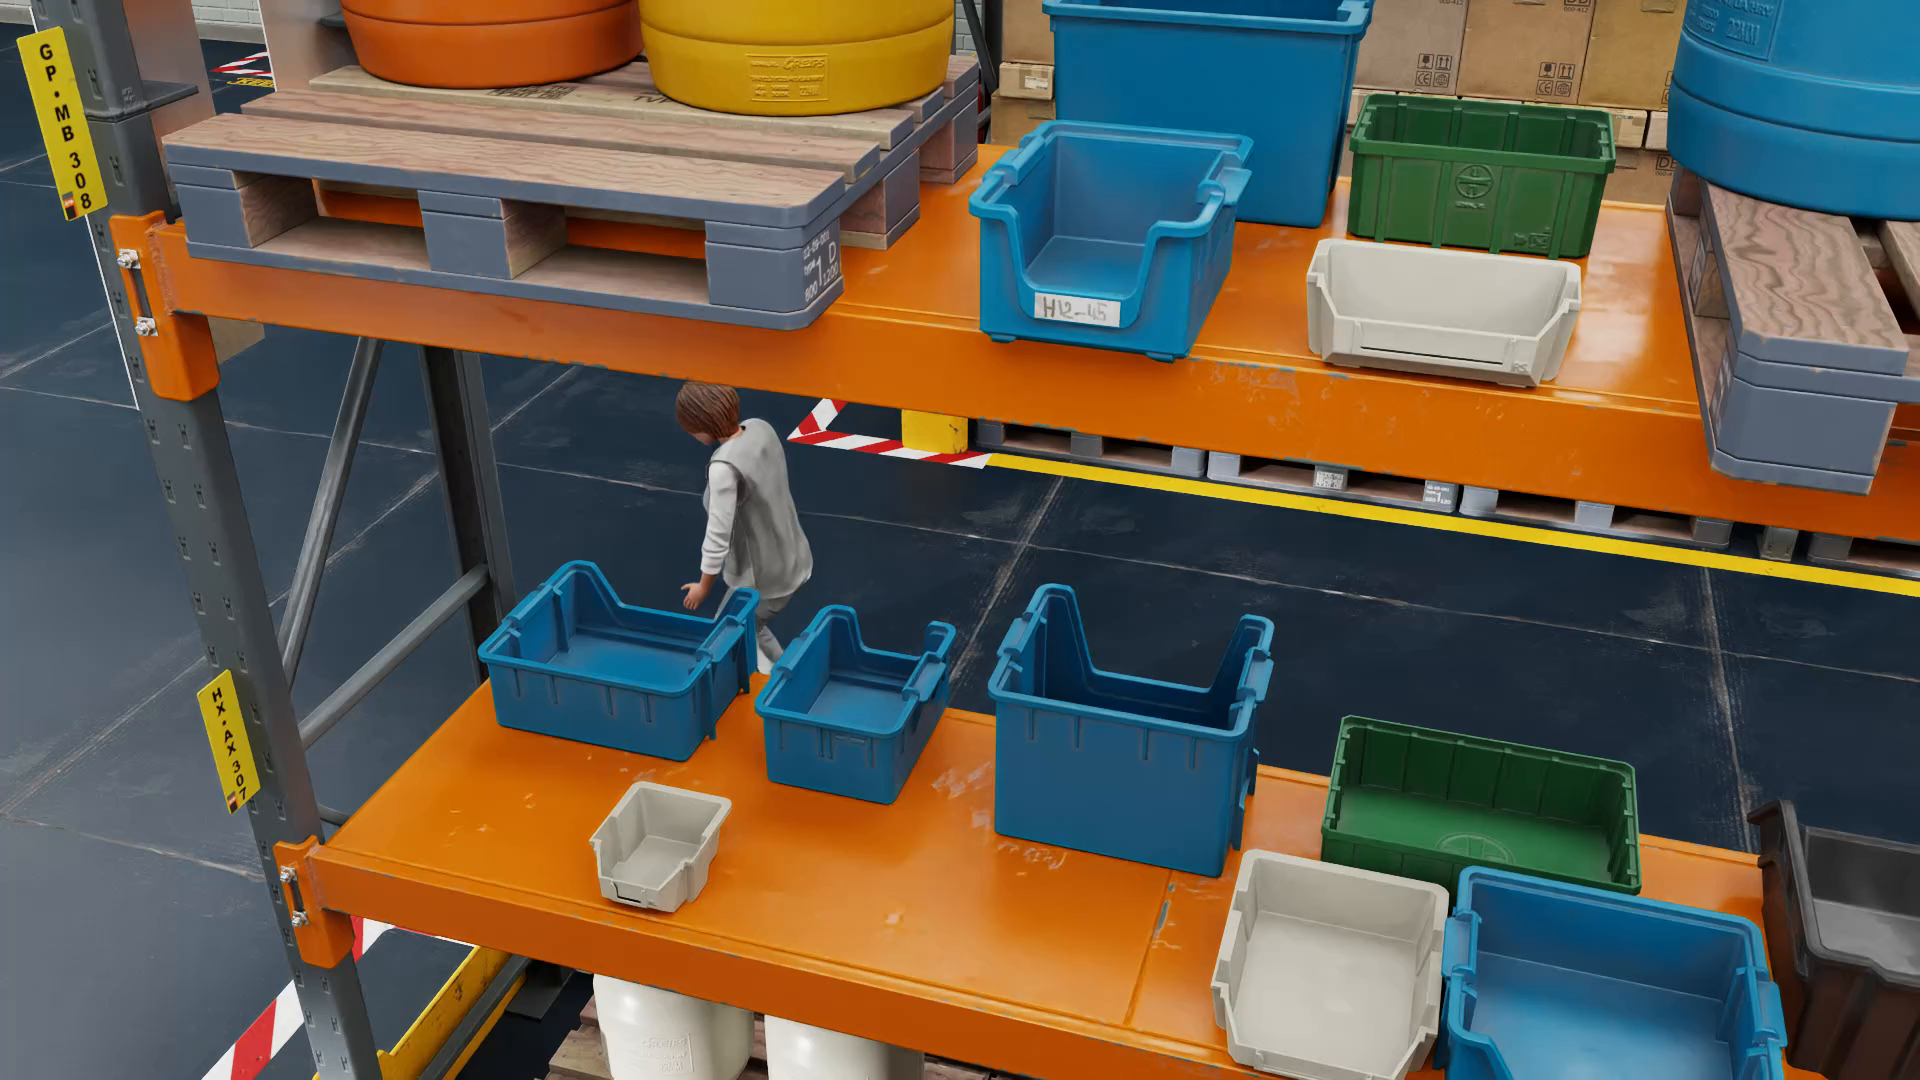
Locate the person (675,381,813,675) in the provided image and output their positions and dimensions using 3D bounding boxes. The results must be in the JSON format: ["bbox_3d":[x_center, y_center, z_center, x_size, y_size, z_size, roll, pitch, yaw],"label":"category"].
[{"bbox_3d":[-0.765,0.139,5.991,0.436,1.511,0.437,9,31,16],"label":"person"}]
